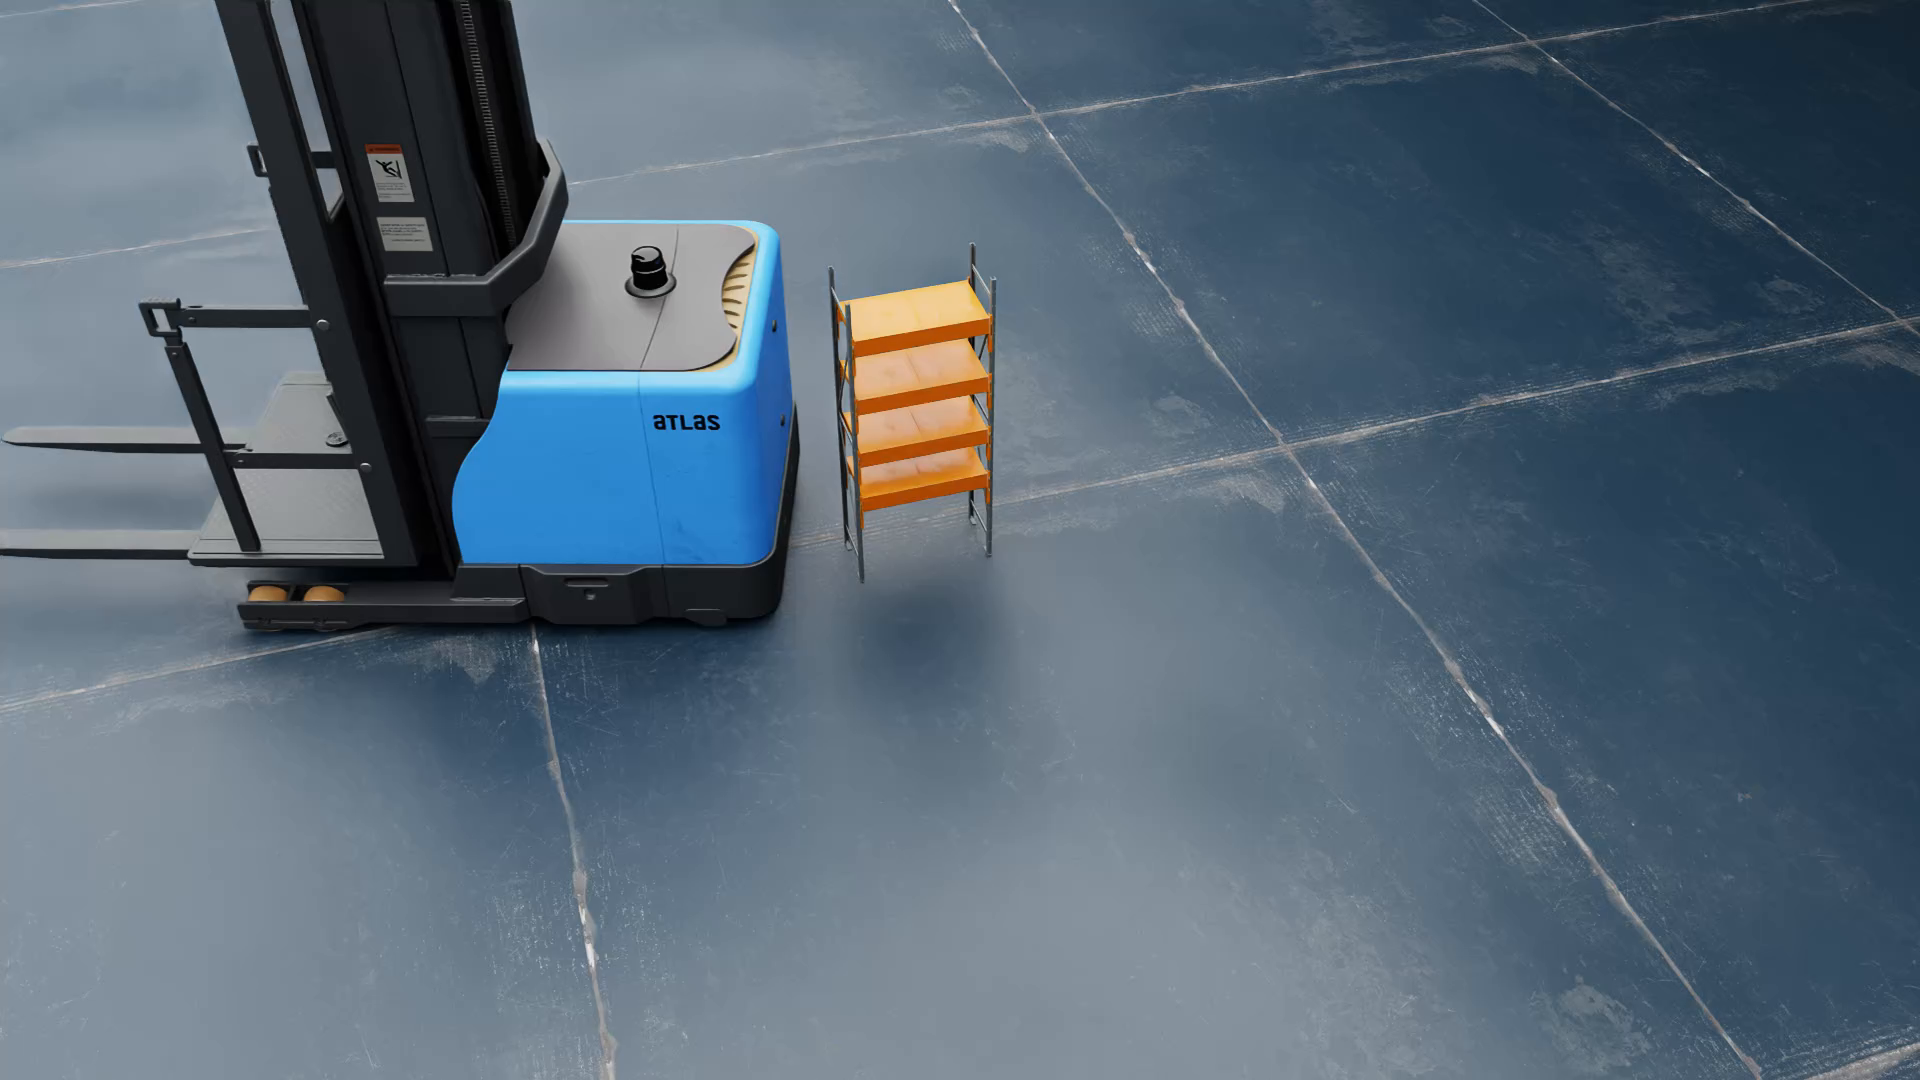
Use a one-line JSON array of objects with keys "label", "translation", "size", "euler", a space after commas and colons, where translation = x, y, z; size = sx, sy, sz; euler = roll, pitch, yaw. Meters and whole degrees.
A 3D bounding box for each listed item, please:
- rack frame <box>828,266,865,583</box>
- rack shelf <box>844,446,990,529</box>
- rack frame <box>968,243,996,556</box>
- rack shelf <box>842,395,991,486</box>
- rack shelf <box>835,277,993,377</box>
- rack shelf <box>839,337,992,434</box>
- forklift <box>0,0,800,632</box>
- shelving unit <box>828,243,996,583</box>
[{"label": "rack frame", "translation": [-0.391, -0.371, 5.763], "size": [0.015, 1.200, 0.240], "euler": [-12, 42, -13]}, {"label": "rack shelf", "translation": [-0.158, -0.219, 5.993], "size": [0.480, 0.148, 0.258], "euler": [-12, 42, -13]}, {"label": "rack frame", "translation": [0.075, -0.467, 5.873], "size": [0.015, 1.200, 0.240], "euler": [-12, 42, -13]}, {"label": "rack shelf", "translation": [-0.158, -0.368, 5.862], "size": [0.480, 0.148, 0.258], "euler": [-12, 42, -13]}, {"label": "rack shelf", "translation": [-0.158, -0.715, 5.559], "size": [0.480, 0.148, 0.258], "euler": [-12, 42, -13]}, {"label": "rack shelf", "translation": [-0.158, -0.537, 5.715], "size": [0.480, 0.148, 0.258], "euler": [-12, 42, -13]}, {"label": "forklift", "translation": [-2.147, -1.128, 5.314], "size": [3.031, 2.935, 1.130], "euler": [0, 41, 0]}, {"label": "shelving unit", "translation": [-0.158, -0.419, 5.818], "size": [0.503, 1.200, 0.258], "euler": [-12, 42, -13]}]
